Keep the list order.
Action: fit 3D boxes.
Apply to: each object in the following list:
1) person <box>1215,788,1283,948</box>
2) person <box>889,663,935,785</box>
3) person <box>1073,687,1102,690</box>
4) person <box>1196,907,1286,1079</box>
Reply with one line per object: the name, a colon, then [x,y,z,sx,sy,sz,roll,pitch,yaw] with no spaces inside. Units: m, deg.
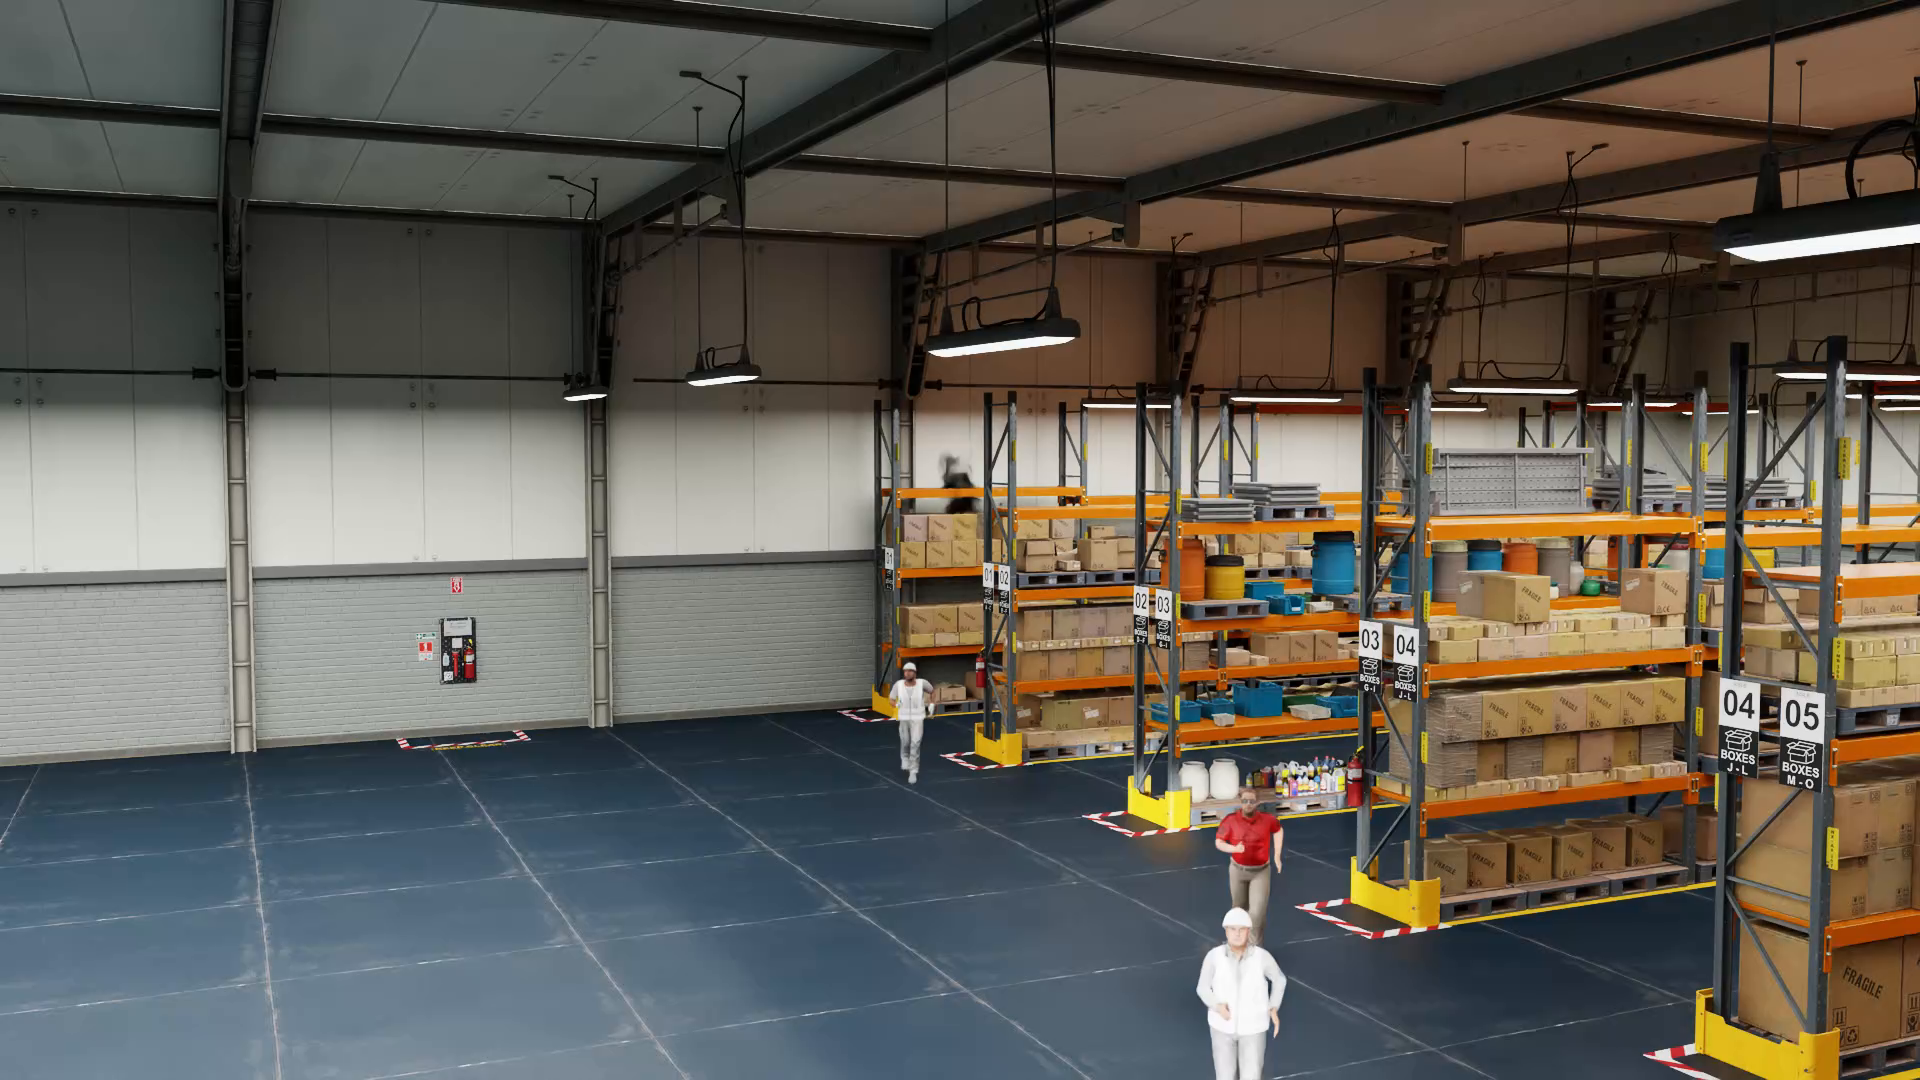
person: [2.862,3.330,16.484,0.641,1.769,0.907,1,3,14]
person: [-0.741,2.777,25.629,0.696,1.809,0.987,0,3,6]
person: [2.316,2.537,29.855,0.937,1.847,0.666,-3,4,-39]
person: [2.050,3.579,12.197,0.645,1.732,0.591,1,3,14]
